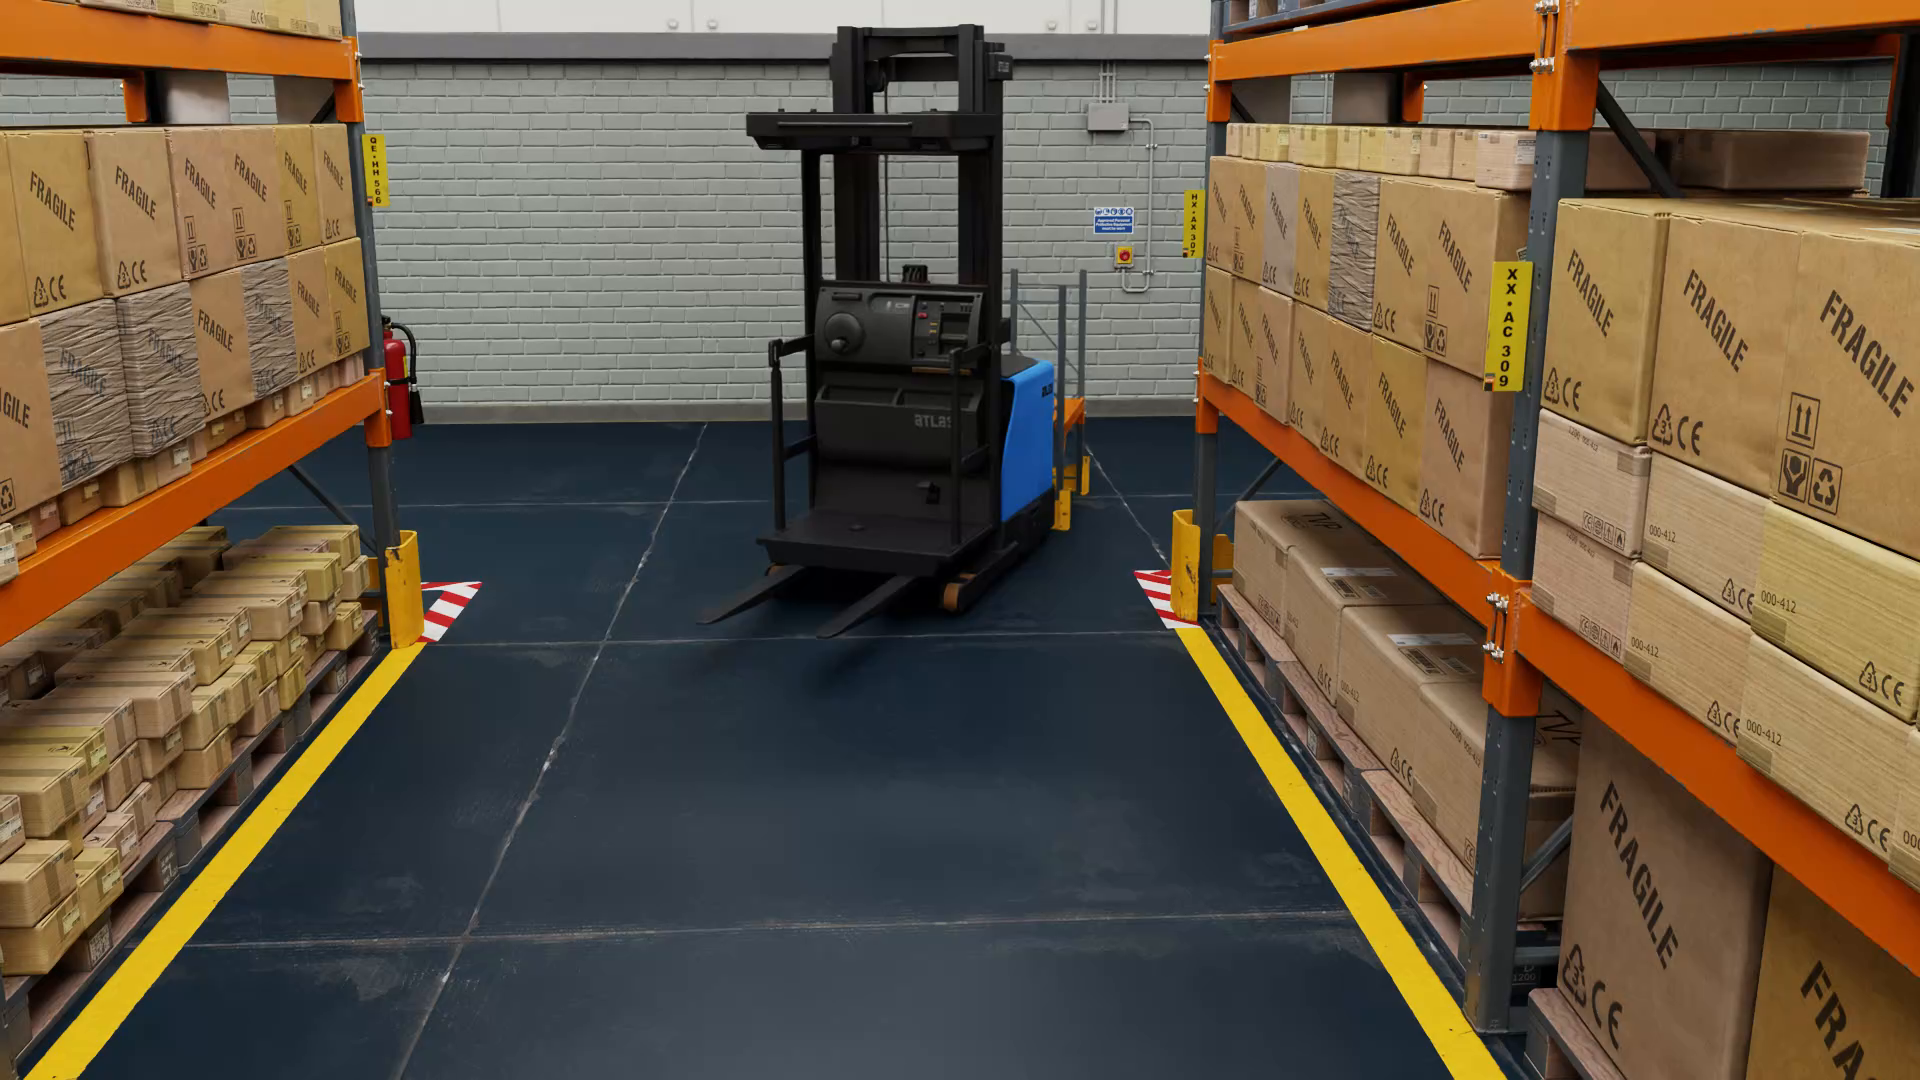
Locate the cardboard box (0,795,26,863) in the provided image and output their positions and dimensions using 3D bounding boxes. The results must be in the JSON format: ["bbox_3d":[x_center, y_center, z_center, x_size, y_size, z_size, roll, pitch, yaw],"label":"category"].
[{"bbox_3d":[-2.810,0.812,4.535,0.380,0.149,0.250,0,14,-1],"label":"cardboard box"}]

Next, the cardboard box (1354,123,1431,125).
[{"bbox_3d":[1.952,-1.782,7.425,0.380,0.149,0.250,-1,14,-2],"label":"cardboard box"}]

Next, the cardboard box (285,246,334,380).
[{"bbox_3d":[-2.932,-0.939,6.860,0.500,0.500,0.500,-1,14,-4],"label":"cardboard box"}]

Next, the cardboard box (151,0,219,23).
[{"bbox_3d":[-2.843,-1.872,5.562,0.500,0.250,0.500,0,14,-1],"label":"cardboard box"}]

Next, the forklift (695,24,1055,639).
[{"bbox_3d":[-0.398,-1.151,8.619,1.130,2.935,3.031,5,15,19],"label":"forklift"}]

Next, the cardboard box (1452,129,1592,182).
[{"bbox_3d":[1.688,-1.138,4.919,0.380,0.149,0.250,-1,14,-3],"label":"cardboard box"}]

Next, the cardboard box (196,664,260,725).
[{"bbox_3d":[-2.805,0.567,6.084,0.380,0.149,0.250,-1,14,-3],"label":"cardboard box"}]

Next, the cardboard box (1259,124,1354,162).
[{"bbox_3d":[1.460,-1.643,6.883,0.380,0.149,0.250,-1,14,-5],"label":"cardboard box"}]

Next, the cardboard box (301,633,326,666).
[{"bbox_3d":[-2.956,0.451,7.130,0.380,0.149,0.250,-1,14,-4],"label":"cardboard box"}]

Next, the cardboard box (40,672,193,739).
[{"bbox_3d":[-2.806,0.552,5.548,0.380,0.149,0.250,-1,14,-2],"label":"cardboard box"}]

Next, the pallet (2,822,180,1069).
[{"bbox_3d":[-3.073,1.196,4.955,1.003,0.211,1.213,-1,14,-3],"label":"pallet"}]

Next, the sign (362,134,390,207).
[{"bbox_3d":[-2.689,-1.700,7.657,0.100,0.325,0.005,-1,14,-3],"label":"sign"}]

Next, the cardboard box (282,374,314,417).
[{"bbox_3d":[-2.894,-0.597,6.830,0.380,0.149,0.250,0,14,-2],"label":"cardboard box"}]

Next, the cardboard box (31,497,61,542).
[{"bbox_3d":[-2.846,-0.071,4.785,0.380,0.149,0.250,-2,15,-6],"label":"cardboard box"}]

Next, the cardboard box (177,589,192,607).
[{"bbox_3d":[-3.403,0.313,7.071,0.380,0.149,0.250,-1,14,-3],"label":"cardboard box"}]

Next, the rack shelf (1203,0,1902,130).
[{"bbox_3d":[1.815,-1.691,6.004,1.077,0.370,4.000,-1,14,-3],"label":"rack shelf"}]

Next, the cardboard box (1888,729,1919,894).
[{"bbox_3d":[1.773,0.477,2.452,0.500,0.250,0.500,-1,14,-4],"label":"cardboard box"}]

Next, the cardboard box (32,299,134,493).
[{"bbox_3d":[-2.813,-0.431,4.883,0.500,0.500,0.500,-1,14,-3],"label":"cardboard box"}]

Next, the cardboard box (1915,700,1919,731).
[{"bbox_3d":[1.783,0.236,2.389,0.500,0.250,0.500,-1,14,-5],"label":"cardboard box"}]

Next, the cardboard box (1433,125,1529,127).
[{"bbox_3d":[2.047,-1.529,6.439,0.380,0.149,0.250,-1,14,-2],"label":"cardboard box"}]

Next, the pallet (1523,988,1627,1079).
[{"bbox_3d":[2.061,1.452,3.961,1.003,0.211,1.213,-1,14,-3],"label":"pallet"}]

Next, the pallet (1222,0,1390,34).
[{"bbox_3d":[1.747,-2.310,7.142,1.003,0.211,1.213,-1,14,-3],"label":"pallet"}]

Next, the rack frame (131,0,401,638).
[{"bbox_3d":[-3.244,-0.983,7.827,1.000,3.000,0.127,-1,14,-3],"label":"rack frame"}]

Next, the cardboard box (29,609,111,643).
[{"bbox_3d":[-3.449,0.369,6.258,0.380,0.149,0.250,-1,14,-3],"label":"cardboard box"}]

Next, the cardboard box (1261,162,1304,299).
[{"bbox_3d":[1.515,-1.237,6.607,0.500,0.500,0.500,-1,14,-4],"label":"cardboard box"}]

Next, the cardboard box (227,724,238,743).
[{"bbox_3d":[-2.911,0.707,6.135,0.380,0.149,0.250,0,14,-2],"label":"cardboard box"}]

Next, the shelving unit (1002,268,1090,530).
[{"bbox_3d":[0.487,-0.934,10.645,0.587,1.500,1.083,3,15,11],"label":"shelving unit"}]

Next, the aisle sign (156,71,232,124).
[{"bbox_3d":[-3.548,-2.255,7.555,0.394,0.787,0.004,-1,14,-3],"label":"aisle sign"}]

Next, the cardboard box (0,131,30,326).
[{"bbox_3d":[-2.781,-0.781,4.237,0.500,0.500,0.500,-1,14,-2],"label":"cardboard box"}]

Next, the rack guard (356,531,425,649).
[{"bbox_3d":[-3.239,0.247,8.065,1.175,0.500,0.348,-1,14,-3],"label":"rack guard"}]

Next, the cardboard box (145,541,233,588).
[{"bbox_3d":[-3.413,0.109,7.269,0.380,0.149,0.250,-1,14,-2],"label":"cardboard box"}]

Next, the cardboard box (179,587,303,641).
[{"bbox_3d":[-2.832,0.291,6.560,0.380,0.149,0.250,0,14,-1],"label":"cardboard box"}]

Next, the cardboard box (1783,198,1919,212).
[{"bbox_3d":[2.217,-0.515,3.801,0.500,0.500,0.500,0,14,-2],"label":"cardboard box"}]

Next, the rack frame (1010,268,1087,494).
[{"bbox_3d":[0.582,-1.056,11.119,0.500,1.500,0.032,3,15,11],"label":"rack frame"}]

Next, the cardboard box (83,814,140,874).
[{"bbox_3d":[-2.782,0.966,5.129,0.380,0.149,0.250,-1,14,-4],"label":"cardboard box"}]

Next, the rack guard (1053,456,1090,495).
[{"bbox_3d":[0.582,-0.450,11.274,0.587,0.250,0.087,3,15,11],"label":"rack guard"}]

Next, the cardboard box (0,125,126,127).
[{"bbox_3d":[-3.433,-1.289,6.211,0.500,0.500,0.500,-1,14,-5],"label":"cardboard box"}]

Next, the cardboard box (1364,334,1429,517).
[{"bbox_3d":[1.617,-0.377,5.273,0.500,0.500,0.500,-1,14,-5],"label":"cardboard box"}]

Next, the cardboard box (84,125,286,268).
[{"bbox_3d":[-2.894,-1.294,6.233,0.500,0.500,0.500,0,14,-1],"label":"cardboard box"}]

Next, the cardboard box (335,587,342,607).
[{"bbox_3d":[-2.964,0.243,7.344,0.380,0.149,0.250,-1,14,-5],"label":"cardboard box"}]

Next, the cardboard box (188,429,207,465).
[{"bbox_3d":[-2.880,-0.335,5.811,0.380,0.149,0.250,0,14,-1],"label":"cardboard box"}]

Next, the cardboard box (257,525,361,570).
[{"bbox_3d":[-2.958,0.034,7.559,0.380,0.149,0.250,-1,14,-3],"label":"cardboard box"}]

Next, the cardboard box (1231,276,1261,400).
[{"bbox_3d":[1.493,-0.884,7.241,0.500,0.500,0.500,-1,14,-4],"label":"cardboard box"}]

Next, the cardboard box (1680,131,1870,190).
[{"bbox_3d":[2.178,-1.019,4.458,0.380,0.149,0.250,-1,14,-4],"label":"cardboard box"}]

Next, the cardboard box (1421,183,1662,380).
[{"bbox_3d":[1.634,-0.735,4.658,0.500,0.500,0.500,-1,14,-4],"label":"cardboard box"}]

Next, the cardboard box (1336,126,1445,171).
[{"bbox_3d":[1.555,-1.388,5.892,0.380,0.149,0.250,-1,14,-3],"label":"cardboard box"}]

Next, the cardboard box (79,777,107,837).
[{"bbox_3d":[-2.855,0.828,5.068,0.380,0.149,0.250,-1,14,-4],"label":"cardboard box"}]

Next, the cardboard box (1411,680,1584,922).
[{"bbox_3d":[2.007,0.790,5.235,0.875,0.438,0.875,-1,14,-4],"label":"cardboard box"}]
